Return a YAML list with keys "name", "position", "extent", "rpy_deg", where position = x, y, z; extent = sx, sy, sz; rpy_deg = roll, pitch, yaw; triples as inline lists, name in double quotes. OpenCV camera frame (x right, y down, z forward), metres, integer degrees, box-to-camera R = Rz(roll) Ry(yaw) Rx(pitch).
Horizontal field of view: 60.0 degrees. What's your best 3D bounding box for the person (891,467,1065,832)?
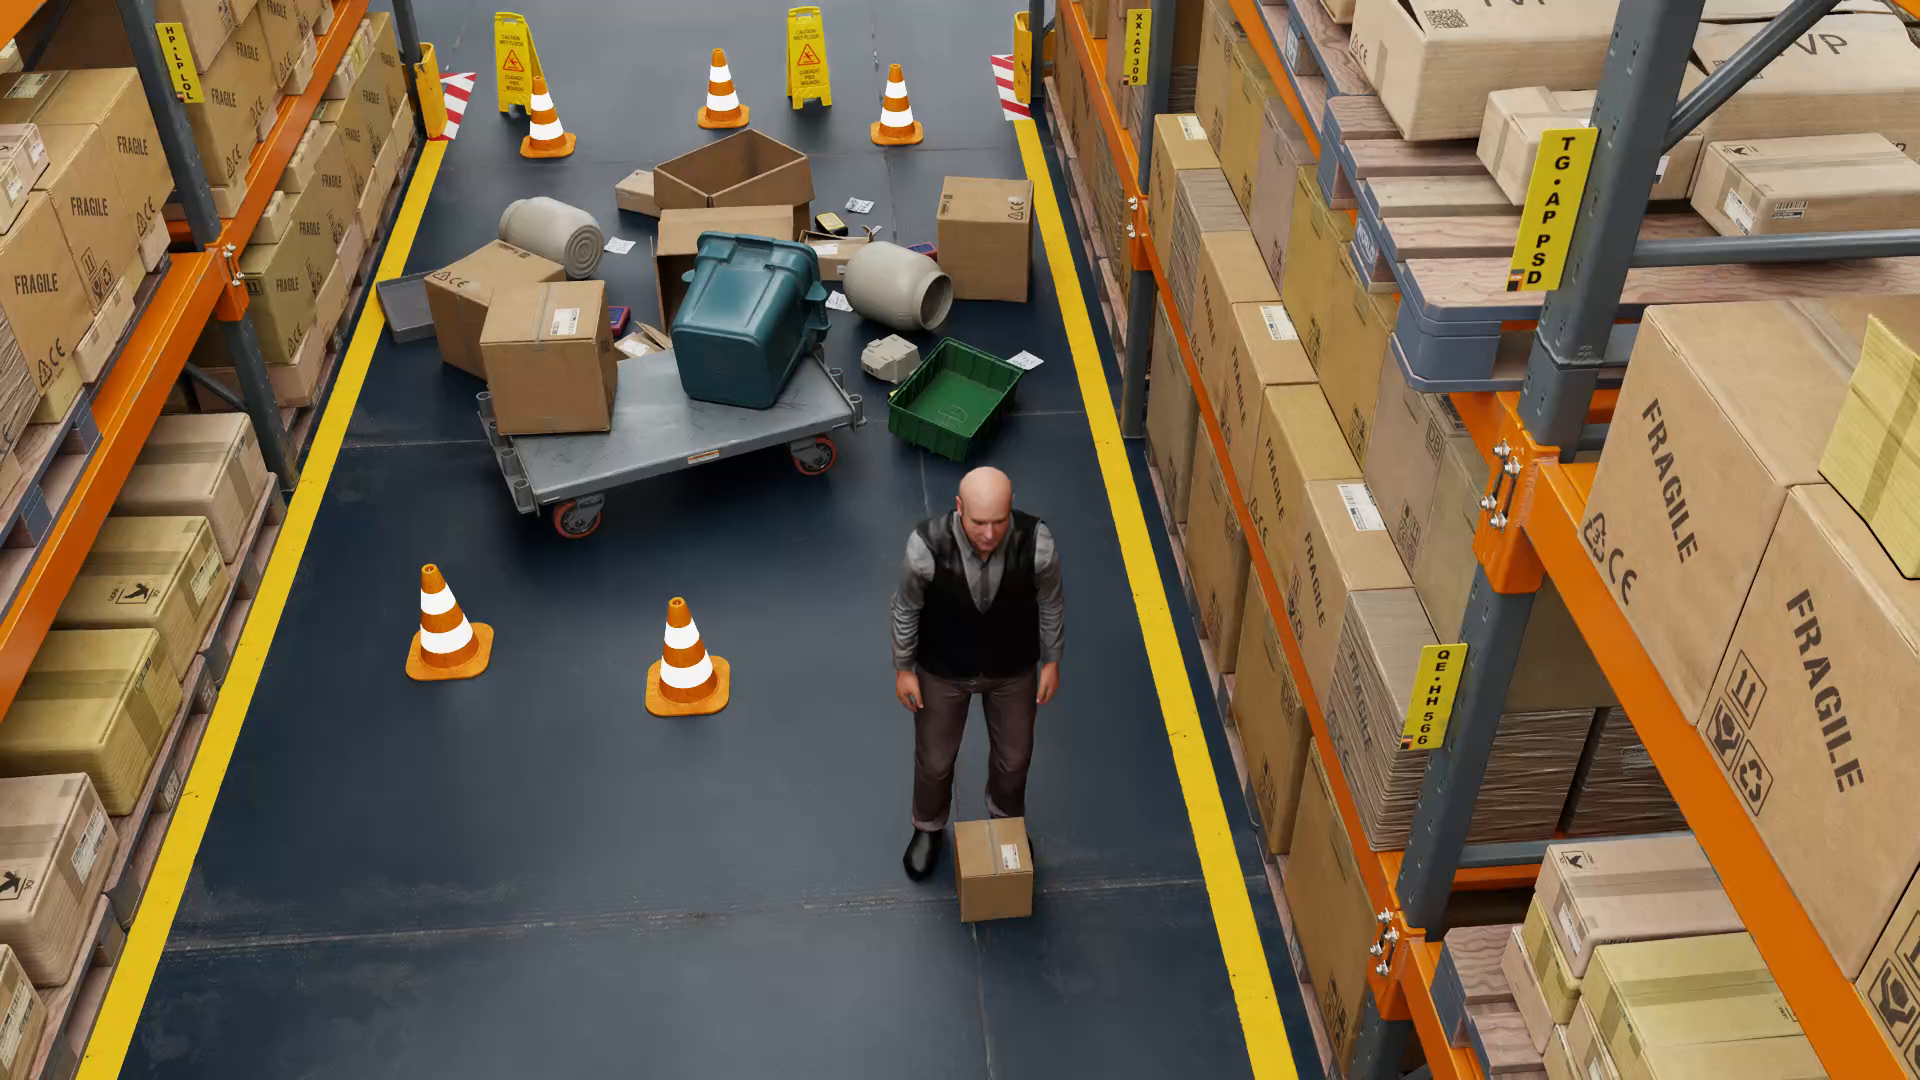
- name: "person"
  position: [0.059, 0.397, 5.635]
  extent: [0.580, 1.665, 0.407]
  rpy_deg: [-3, 39, -4]
